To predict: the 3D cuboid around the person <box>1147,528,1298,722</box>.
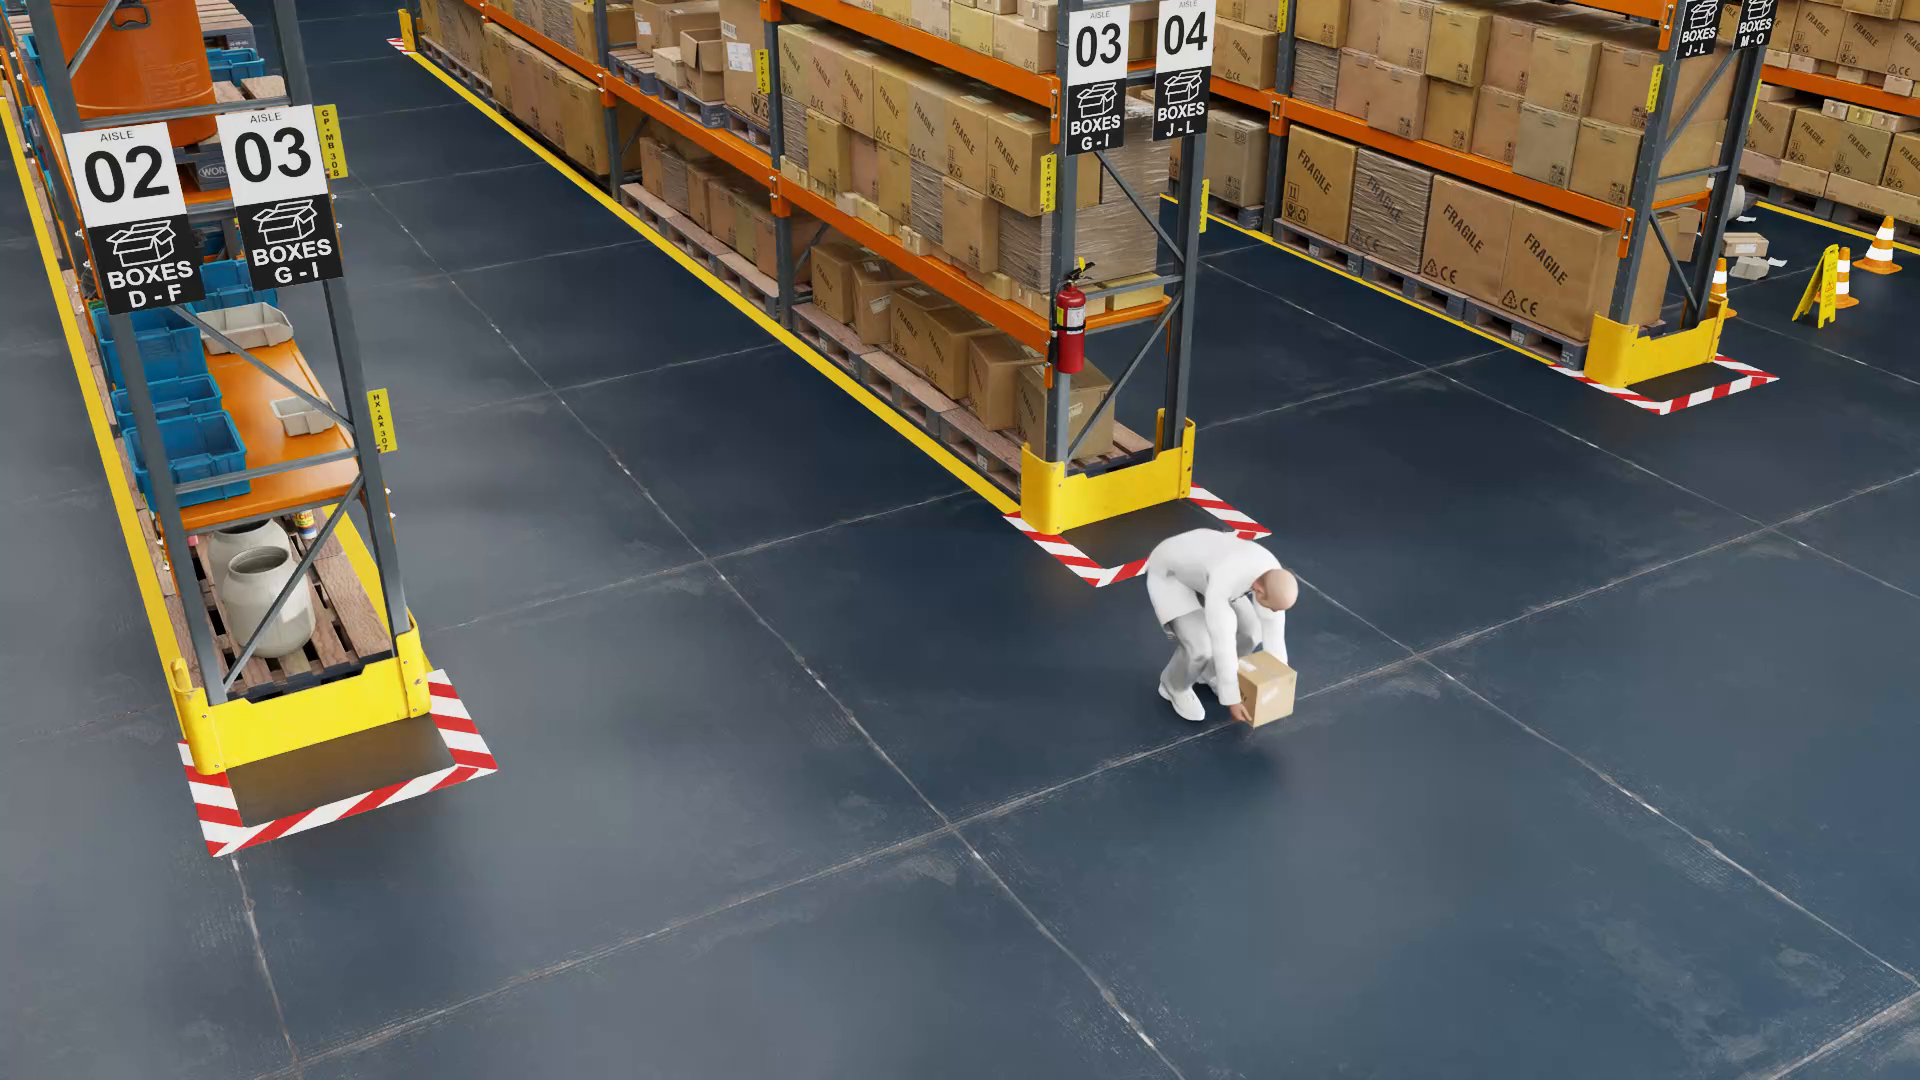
[{"bbox_3d":[1.338,0.454,8.555,0.591,1.010,0.939,-17,33,-29],"label":"person"}]
